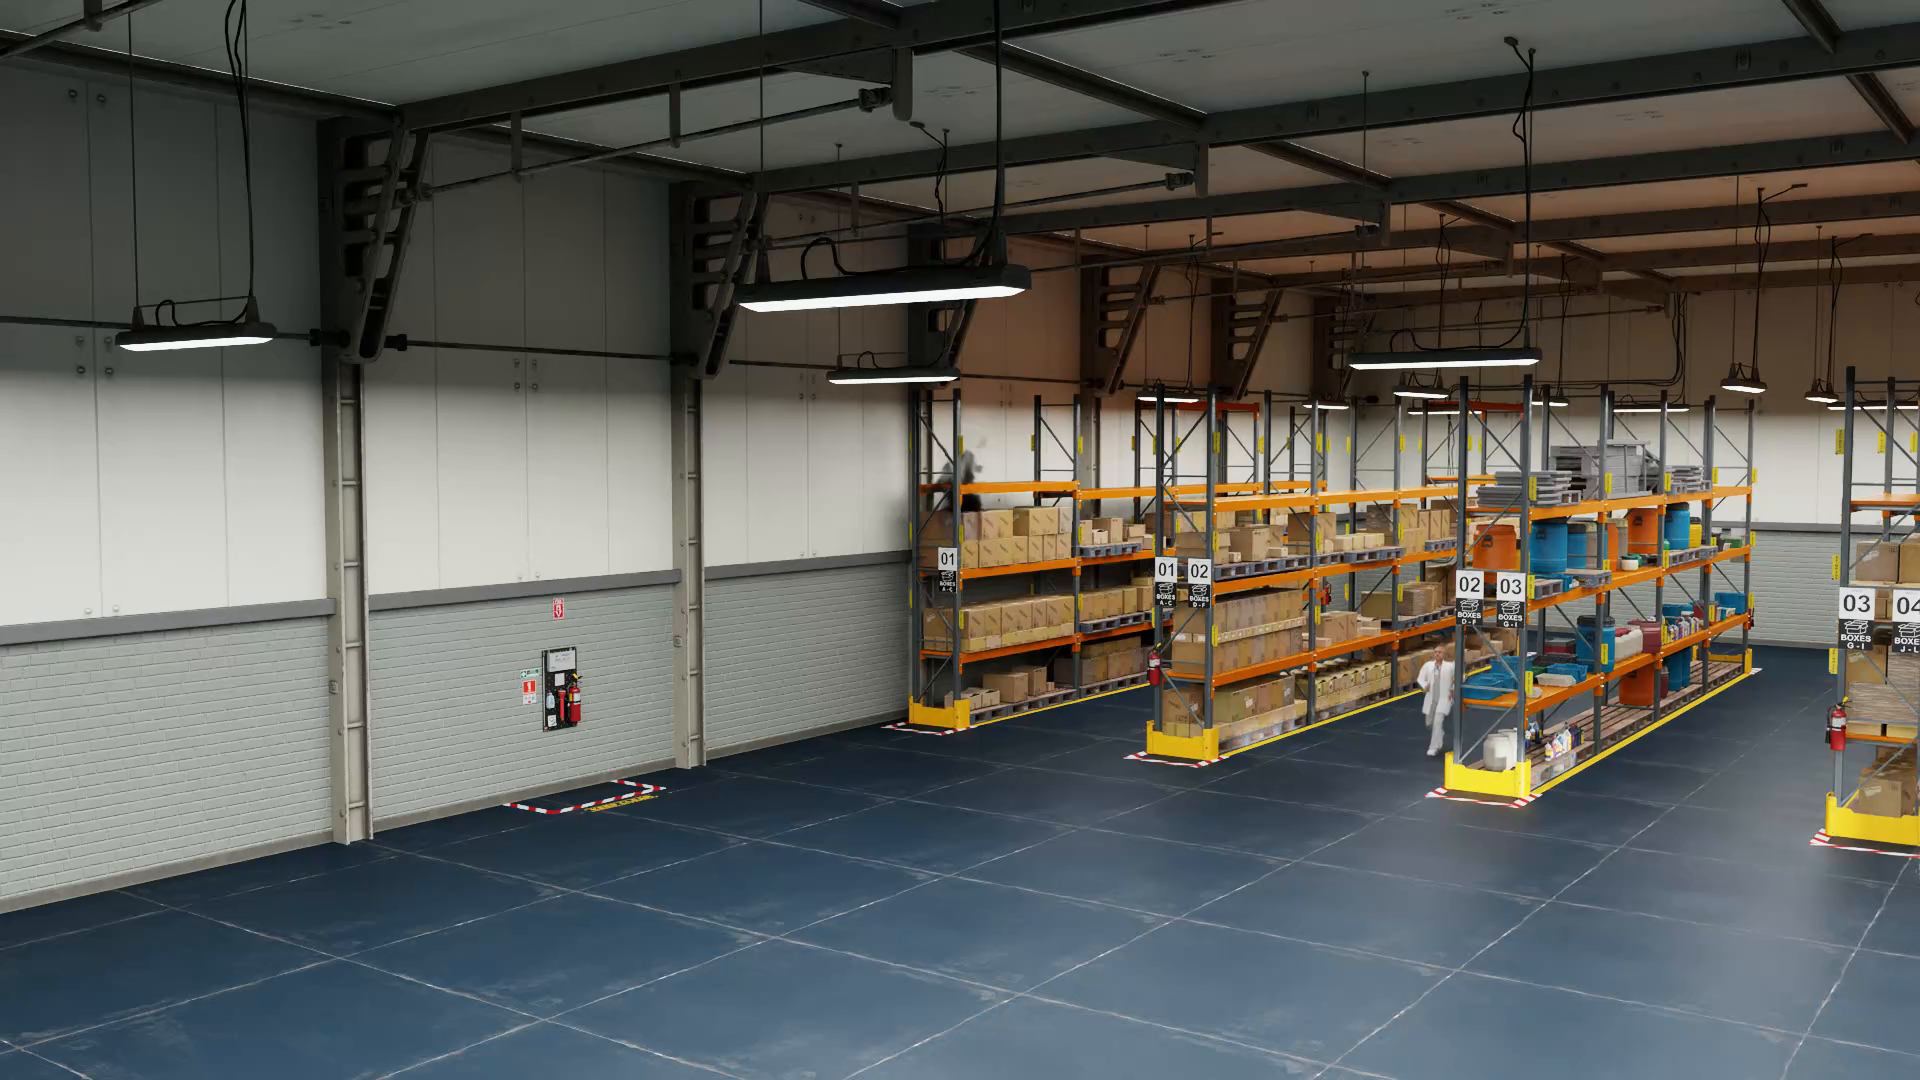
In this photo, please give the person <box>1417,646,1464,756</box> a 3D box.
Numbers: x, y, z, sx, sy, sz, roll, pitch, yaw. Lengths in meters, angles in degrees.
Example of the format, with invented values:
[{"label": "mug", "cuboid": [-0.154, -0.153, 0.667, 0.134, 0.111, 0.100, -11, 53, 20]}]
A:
[{"label": "person", "cuboid": [7.768, 2.590, 26.972, 0.714, 1.748, 0.843, 2, 4, 34]}]
